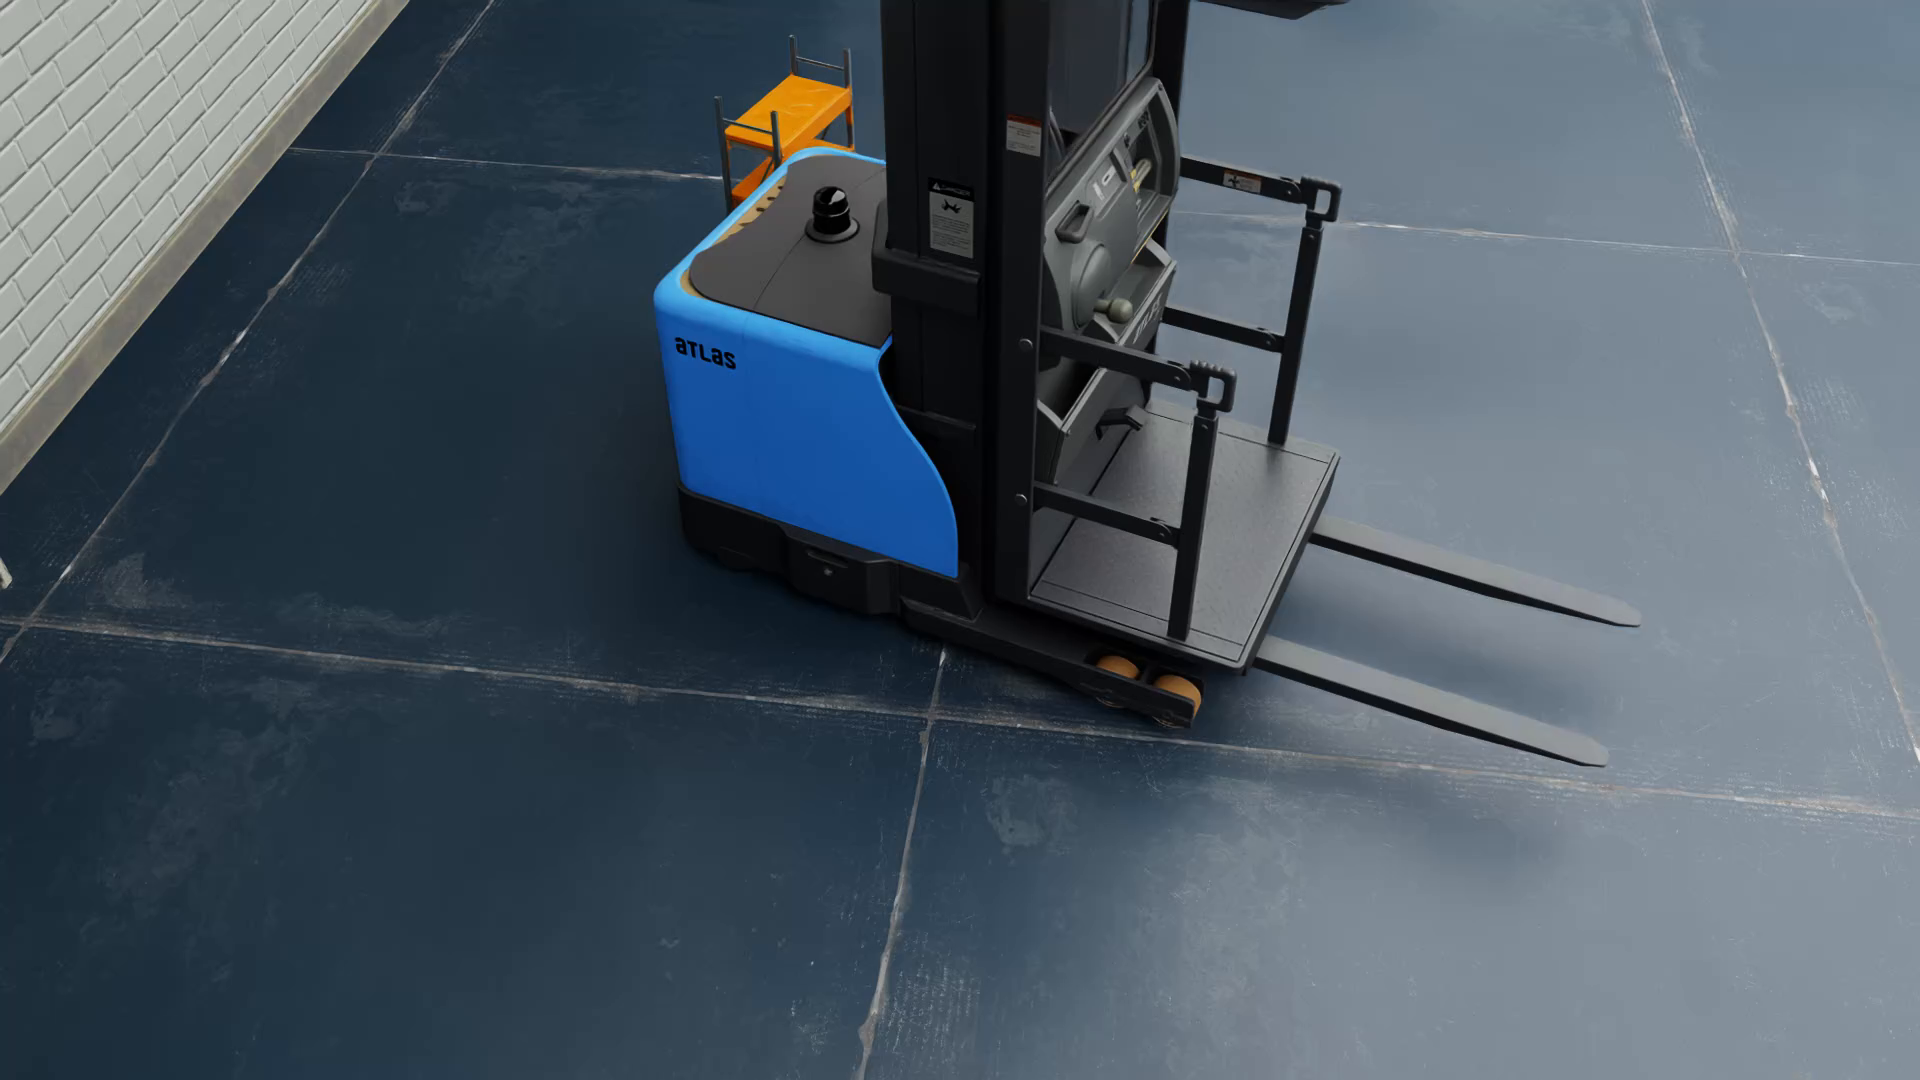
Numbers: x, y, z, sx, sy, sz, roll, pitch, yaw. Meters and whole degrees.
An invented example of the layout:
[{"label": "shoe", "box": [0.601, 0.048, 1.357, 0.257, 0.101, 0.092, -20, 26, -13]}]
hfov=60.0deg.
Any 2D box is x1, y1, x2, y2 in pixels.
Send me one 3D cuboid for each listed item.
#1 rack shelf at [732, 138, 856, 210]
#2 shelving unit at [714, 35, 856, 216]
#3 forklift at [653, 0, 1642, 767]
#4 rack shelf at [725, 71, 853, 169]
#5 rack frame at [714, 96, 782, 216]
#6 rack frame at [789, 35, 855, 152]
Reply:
[{"label": "rack shelf", "box": [-0.604, -1.278, 6.000, 0.258, 0.148, 0.480, 19, 47, 19]}, {"label": "shelving unit", "box": [-0.604, -1.164, 6.107, 0.258, 1.200, 0.503, 19, 47, 19]}, {"label": "forklift", "box": [0.614, -0.904, 4.573, 3.031, 2.935, 1.130, 18, 46, 18]}, {"label": "rack shelf", "box": [-0.604, -1.450, 5.837, 0.258, 0.148, 0.480, 19, 47, 19]}, {"label": "rack frame", "box": [-0.713, -1.014, 5.949, 0.240, 1.200, 0.015, 19, 47, 19]}, {"label": "rack frame", "box": [-0.495, -1.314, 6.266, 0.240, 1.200, 0.015, 19, 47, 19]}]
